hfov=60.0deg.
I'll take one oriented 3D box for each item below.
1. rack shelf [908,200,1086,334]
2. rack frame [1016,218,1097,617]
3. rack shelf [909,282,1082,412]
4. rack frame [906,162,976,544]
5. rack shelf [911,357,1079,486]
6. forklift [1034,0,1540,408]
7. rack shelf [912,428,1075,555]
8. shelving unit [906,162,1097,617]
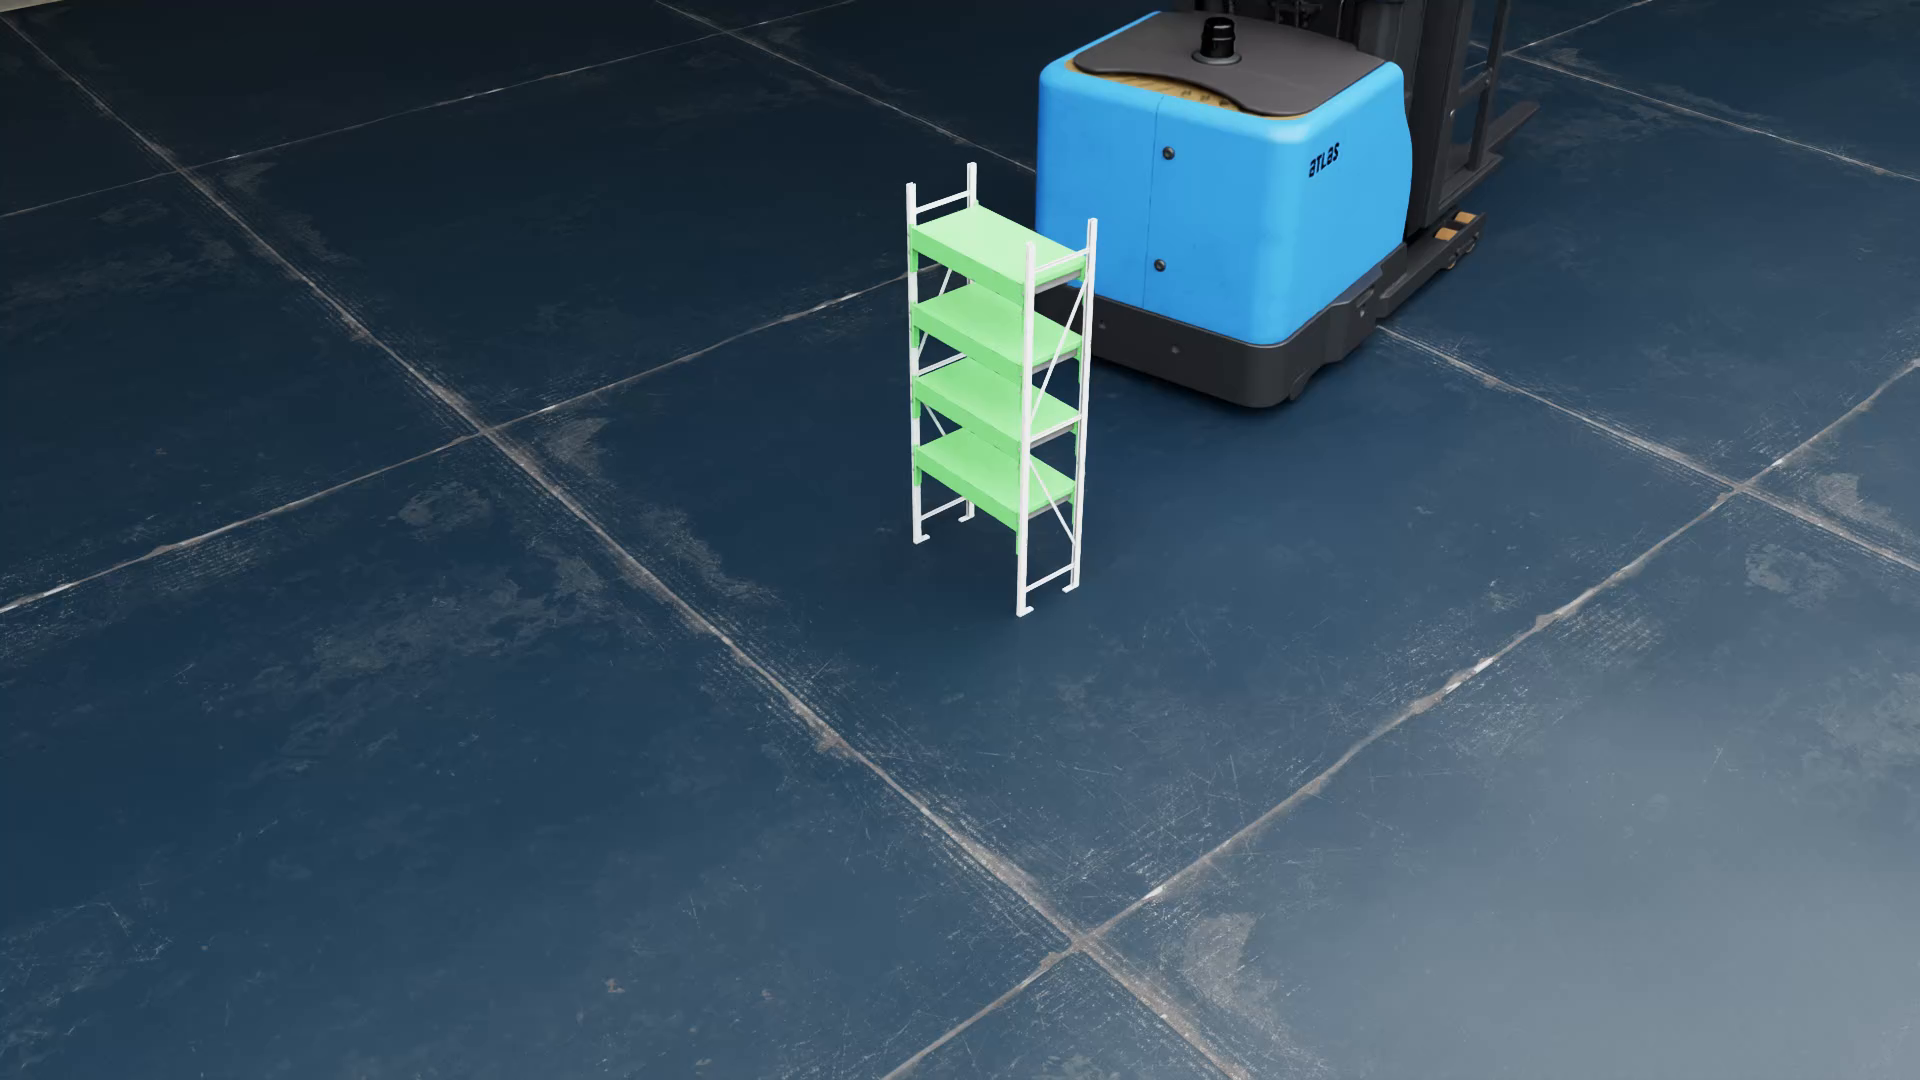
[{"bbox_3d":[0.107,-0.756,4.560,0.258,0.148,0.480,-26,43,-32],"label":"rack shelf"},{"bbox_3d":[0.264,-0.309,4.648,0.240,1.200,0.015,-26,43,-32],"label":"rack frame"},{"bbox_3d":[0.107,-0.560,4.698,0.258,0.148,0.480,-26,43,-32],"label":"rack shelf"},{"bbox_3d":[-0.051,-0.524,4.952,0.240,1.200,0.015,-26,43,-32],"label":"rack frame"},{"bbox_3d":[0.107,-0.364,4.837,0.258,0.148,0.480,-26,43,-32],"label":"rack shelf"},{"bbox_3d":[1.532,-2.456,6.181,1.130,2.935,3.031,23,41,29],"label":"forklift"},{"bbox_3d":[0.107,-0.169,4.976,0.258,0.148,0.480,-26,43,-32],"label":"rack shelf"},{"bbox_3d":[0.107,-0.417,4.800,0.258,1.200,0.503,-26,43,-32],"label":"shelving unit"}]
